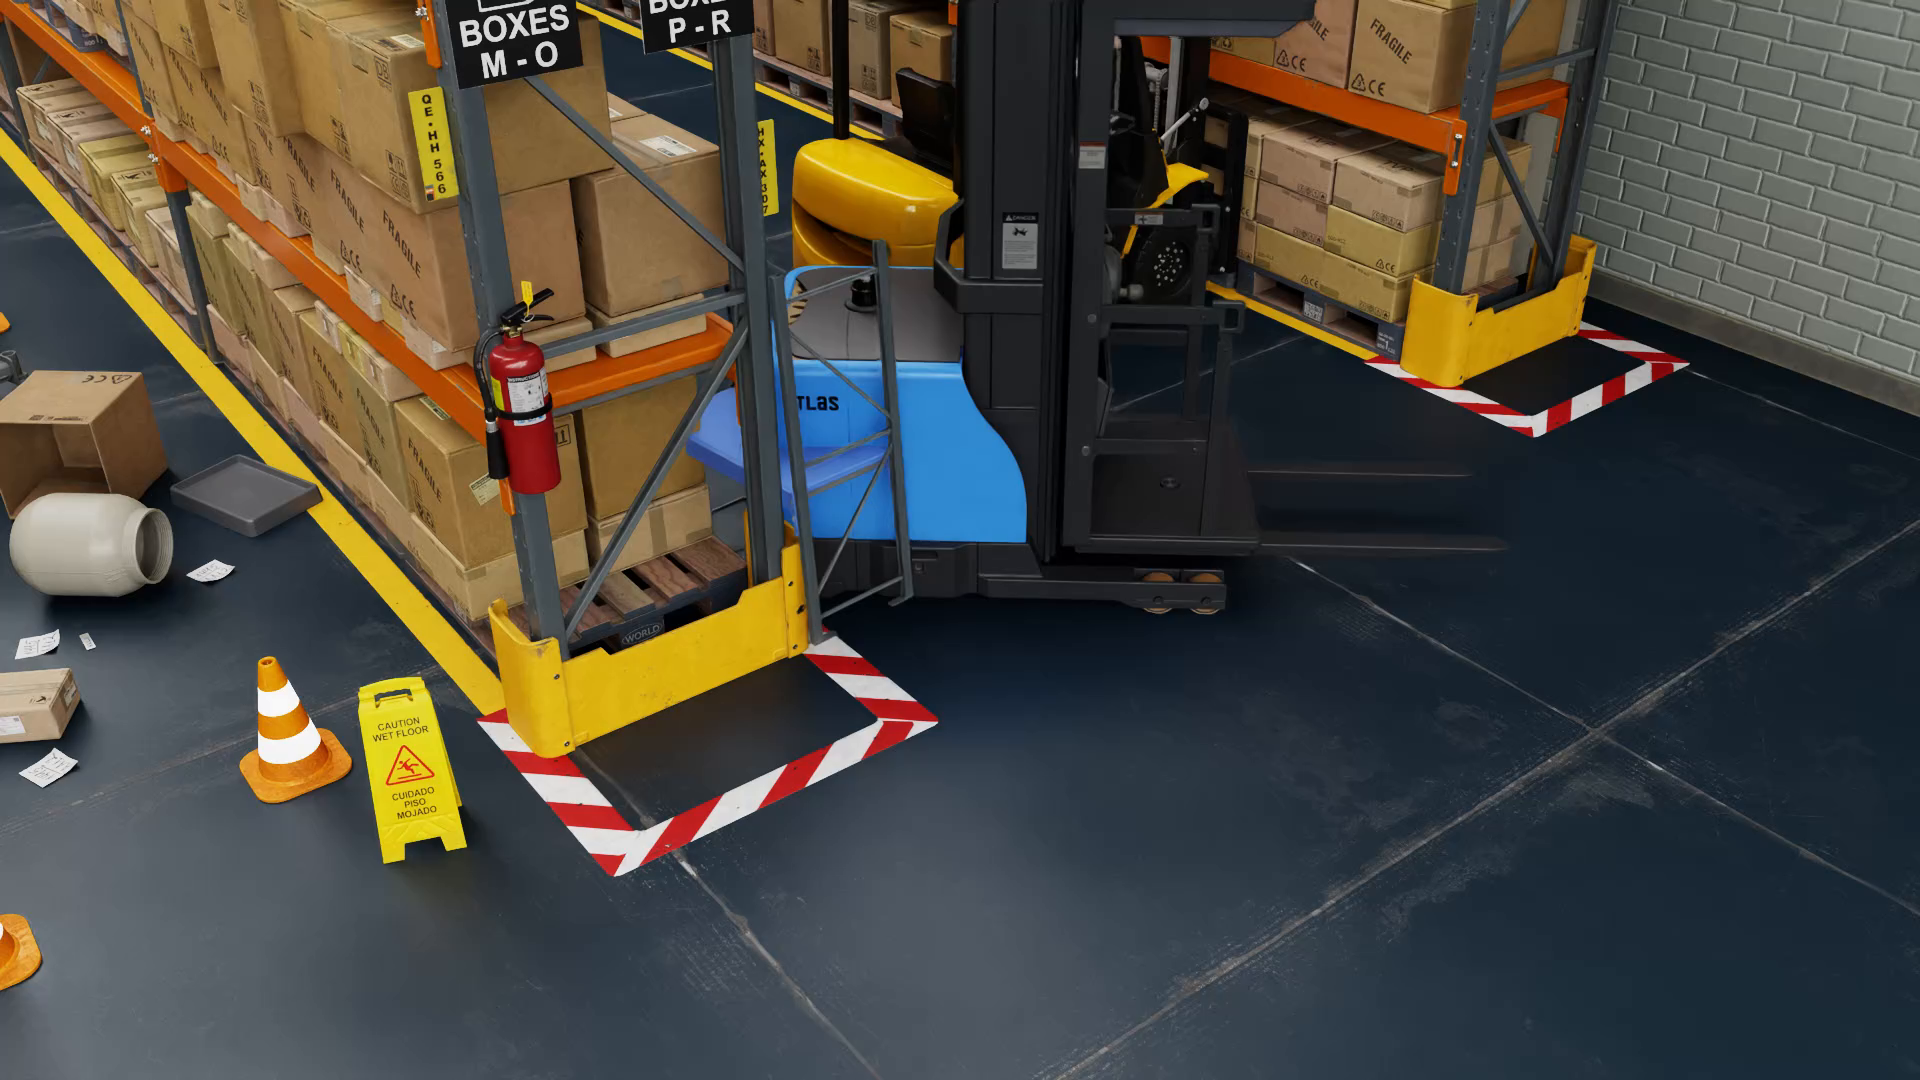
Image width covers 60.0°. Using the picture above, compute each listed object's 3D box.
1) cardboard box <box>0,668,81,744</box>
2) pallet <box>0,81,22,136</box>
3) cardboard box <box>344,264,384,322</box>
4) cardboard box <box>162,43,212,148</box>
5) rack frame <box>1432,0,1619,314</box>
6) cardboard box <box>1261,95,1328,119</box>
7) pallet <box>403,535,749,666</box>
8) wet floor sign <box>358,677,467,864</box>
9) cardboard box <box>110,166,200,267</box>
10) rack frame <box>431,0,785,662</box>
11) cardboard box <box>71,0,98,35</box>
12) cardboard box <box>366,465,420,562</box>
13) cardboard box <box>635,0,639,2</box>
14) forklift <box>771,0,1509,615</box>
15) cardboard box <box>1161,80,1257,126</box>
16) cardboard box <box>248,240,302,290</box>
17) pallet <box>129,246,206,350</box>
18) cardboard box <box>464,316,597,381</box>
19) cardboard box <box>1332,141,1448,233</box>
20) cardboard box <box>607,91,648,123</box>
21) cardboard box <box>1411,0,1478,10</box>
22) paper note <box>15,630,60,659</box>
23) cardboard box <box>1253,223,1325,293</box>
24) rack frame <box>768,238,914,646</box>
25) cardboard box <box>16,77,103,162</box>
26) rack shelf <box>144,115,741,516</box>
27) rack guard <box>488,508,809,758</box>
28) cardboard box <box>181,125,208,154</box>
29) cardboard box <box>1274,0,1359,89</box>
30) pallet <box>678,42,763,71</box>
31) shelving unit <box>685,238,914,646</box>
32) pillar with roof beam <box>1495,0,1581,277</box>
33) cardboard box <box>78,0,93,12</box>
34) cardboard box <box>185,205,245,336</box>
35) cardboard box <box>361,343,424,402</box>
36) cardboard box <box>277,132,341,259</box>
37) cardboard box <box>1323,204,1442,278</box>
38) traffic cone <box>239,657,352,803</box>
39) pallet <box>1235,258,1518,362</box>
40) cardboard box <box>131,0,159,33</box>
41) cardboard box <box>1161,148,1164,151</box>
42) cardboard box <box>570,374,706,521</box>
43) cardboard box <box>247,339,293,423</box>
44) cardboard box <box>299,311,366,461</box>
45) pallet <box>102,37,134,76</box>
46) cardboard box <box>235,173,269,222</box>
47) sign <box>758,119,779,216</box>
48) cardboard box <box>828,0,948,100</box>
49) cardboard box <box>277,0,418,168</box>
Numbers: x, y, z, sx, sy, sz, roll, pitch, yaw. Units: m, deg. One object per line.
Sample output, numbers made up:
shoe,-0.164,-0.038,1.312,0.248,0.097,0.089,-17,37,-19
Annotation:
cardboard box,-3.490,0.615,6.118,0.380,0.149,0.250,-4,32,-7
pallet,-6.420,-3.206,12.212,1.003,0.211,1.213,-22,38,-31
cardboard box,-2.054,-0.964,6.198,0.380,0.149,0.250,-22,38,-31
cardboard box,-3.168,-2.064,7.354,0.500,0.500,0.500,-22,38,-32
rack frame,2.828,-2.311,8.128,1.000,3.000,0.127,-22,38,-31
cardboard box,2.075,-2.426,9.574,0.500,0.250,0.500,-23,38,-32
pallet,-1.608,0.100,6.890,1.003,0.211,1.213,-22,38,-31
wet floor sign,-1.819,0.722,5.476,0.267,0.644,0.232,-10,33,-15
cardboard box,-4.311,-1.949,9.637,0.950,0.372,0.625,-20,37,-29
rack frame,-1.091,-0.703,5.539,1.000,3.000,0.127,-22,38,-31
cardboard box,-4.411,-2.779,8.721,0.380,0.149,0.250,-23,39,-32
cardboard box,-2.110,-0.182,6.908,0.500,0.250,0.500,-22,38,-31
cardboard box,-2.507,-4.868,14.216,0.500,0.500,0.500,-21,38,-30
forklift,0.736,-1.229,6.451,3.031,2.935,1.130,1,32,2
cardboard box,1.359,-2.469,9.642,0.500,0.250,0.500,-23,39,-32
cardboard box,-2.882,-1.245,7.294,0.380,0.149,0.250,-20,37,-29
pallet,-4.022,-1.510,9.481,1.003,0.211,1.213,-22,38,-31
cardboard box,-1.489,-0.683,5.745,0.380,0.149,0.250,-21,37,-30
cardboard box,2.299,-1.837,8.625,0.500,0.250,0.500,-21,37,-30
cardboard box,-1.482,-1.374,6.243,0.500,0.500,0.500,-21,38,-30
cardboard box,2.394,-2.683,8.017,0.380,0.149,0.250,-22,38,-31
paper note,-3.645,0.410,6.571,0.148,0.019,0.142,-10,33,-15
cardboard box,1.993,-1.625,9.232,0.500,0.250,0.500,-22,38,-31
rack frame,-0.422,-0.338,6.194,0.500,1.500,0.032,-26,37,-34
cardboard box,-5.658,-2.861,11.106,0.950,0.372,0.625,-25,40,-34
rack shelf,-2.317,-1.231,7.071,1.077,0.370,4.000,-22,38,-31
rack guard,-1.137,0.327,6.250,1.175,0.500,0.348,-22,38,-31
cardboard box,-3.408,-1.940,7.769,0.380,0.149,0.250,-21,38,-30
cardboard box,2.008,-2.693,8.648,0.500,0.500,0.500,-21,38,-30
pallet,-1.604,-4.105,13.659,1.003,0.211,1.213,-22,38,-31
shelving unit,-0.760,-0.511,6.532,0.538,1.500,1.048,-26,37,-34
pillar with roof beam,-0.288,-4.048,5.239,9.100,9.000,0.400,-22,38,-31
cardboard box,-4.313,-3.042,8.530,0.500,0.500,0.500,-22,38,-31
cardboard box,-3.395,-1.366,8.104,0.500,0.500,0.500,-20,37,-29
cardboard box,-2.066,-0.689,6.398,0.380,0.149,0.250,-21,38,-30
cardboard box,-2.249,-1.429,6.331,0.500,0.500,0.500,-22,38,-32
cardboard box,2.283,-1.635,8.774,0.500,0.250,0.500,-23,38,-32
traffic cone,-2.373,0.612,5.825,0.336,0.463,0.334,-22,38,-31
pallet,2.326,-1.432,9.355,1.003,0.211,1.213,-22,38,-31
cardboard box,-3.149,-2.491,7.093,0.700,0.500,0.500,-22,38,-31
cardboard box,1.346,-2.266,9.789,0.500,0.250,0.500,-22,38,-32
cardboard box,-1.382,-0.468,6.657,0.500,0.500,0.500,-24,39,-33
cardboard box,-3.059,-0.829,7.949,0.500,0.250,0.500,-20,37,-29
cardboard box,-2.415,-0.711,7.049,0.500,0.500,0.500,-23,39,-32
pallet,-3.897,-2.655,8.863,1.003,0.211,1.213,-22,38,-31
cardboard box,-2.827,-1.492,7.048,0.380,0.149,0.250,-22,38,-31
sign,-0.662,-1.247,5.594,0.100,0.325,0.005,-22,38,-31
cardboard box,-0.424,-3.687,12.196,0.875,0.625,0.625,-23,38,-32
cardboard box,-1.881,-1.653,5.743,0.700,0.500,0.500,-22,38,-31
